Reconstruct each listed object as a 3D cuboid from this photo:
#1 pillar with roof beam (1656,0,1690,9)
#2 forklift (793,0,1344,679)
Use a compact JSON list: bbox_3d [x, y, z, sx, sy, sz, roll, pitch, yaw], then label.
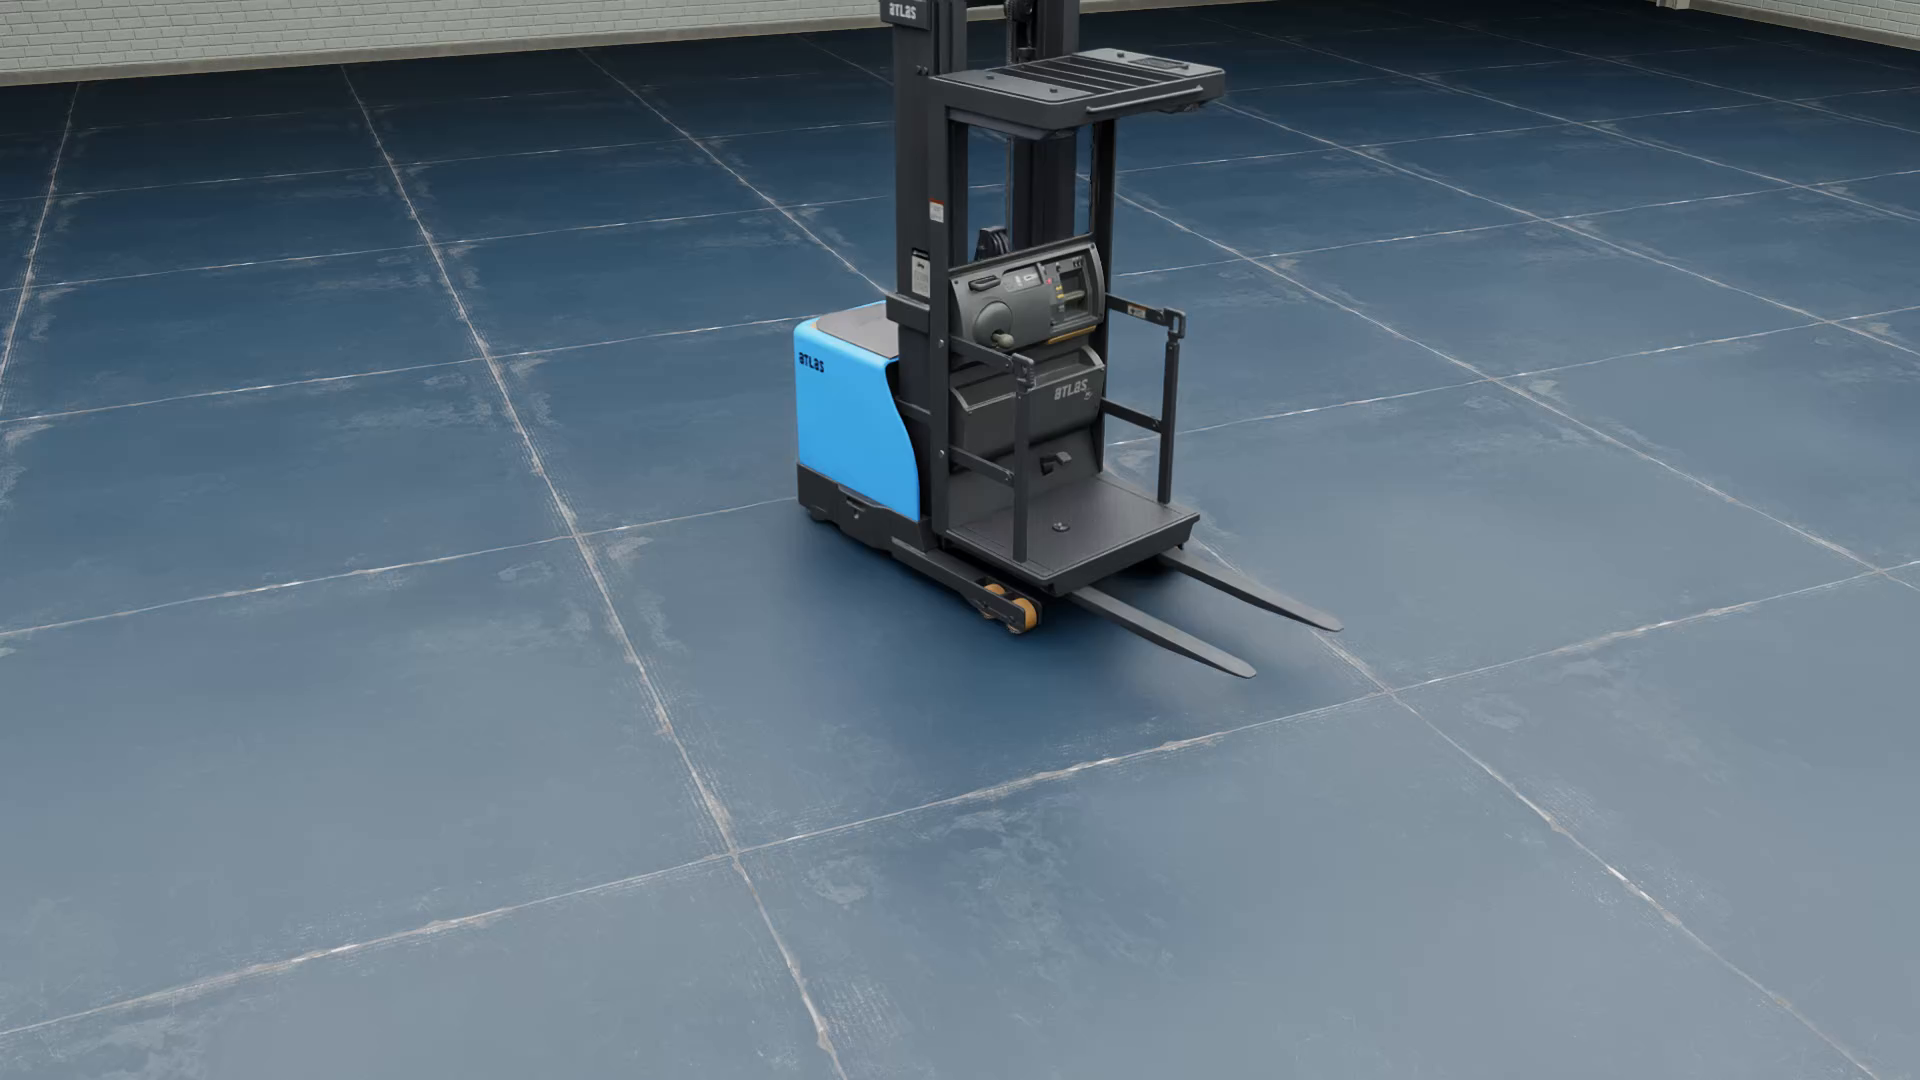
[{"bbox_3d":[6.957,-11.467,21.979,9.100,9.000,0.400,-11,28,-21],"label":"pillar with roof beam"},{"bbox_3d":[0.472,-1.127,7.719,1.130,2.935,3.031,-21,33,-36],"label":"forklift"}]
